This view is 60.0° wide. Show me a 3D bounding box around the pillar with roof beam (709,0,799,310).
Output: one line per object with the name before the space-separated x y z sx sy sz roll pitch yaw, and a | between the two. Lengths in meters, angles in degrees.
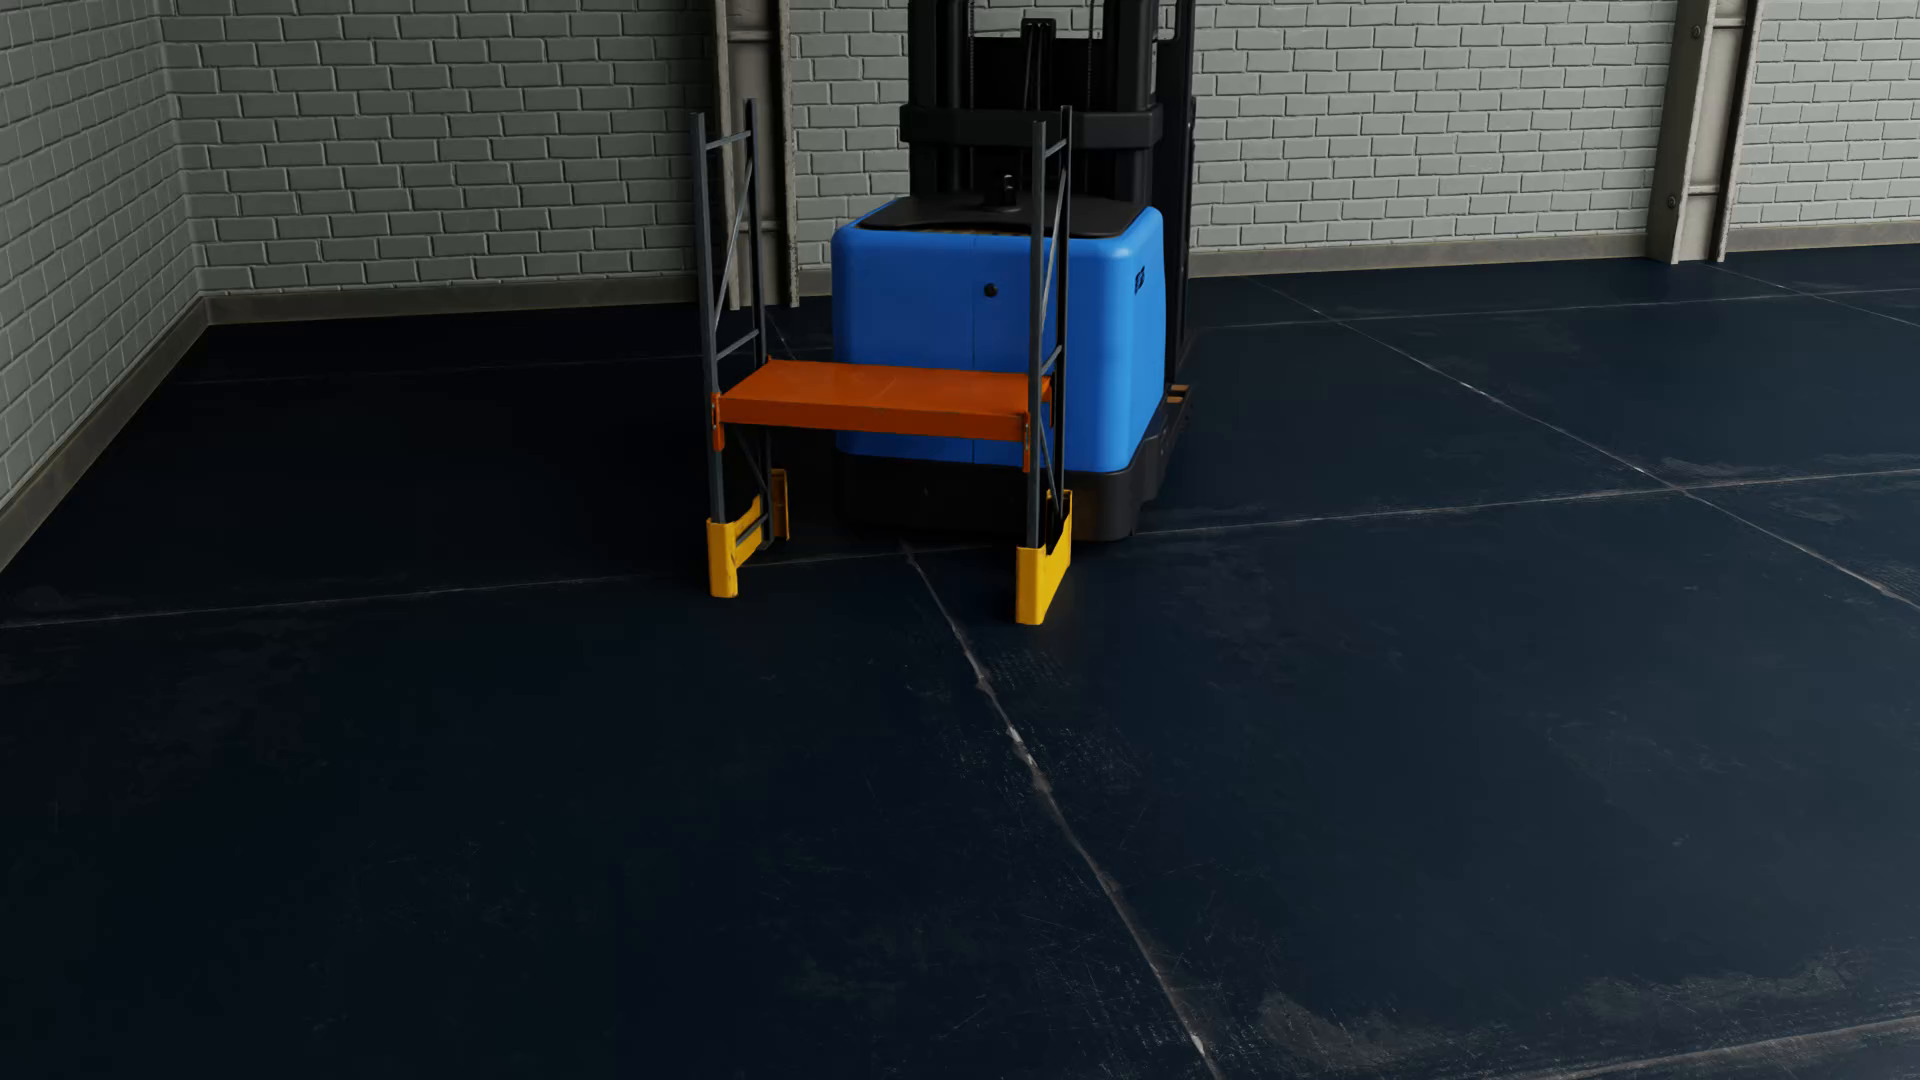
pillar with roof beam | -0.147 -4.141 4.037 0.400 9.000 9.100 -5 21 -12

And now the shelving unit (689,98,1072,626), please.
shelving unit | -0.214 -0.580 5.217 1.083 1.500 0.587 5 21 12

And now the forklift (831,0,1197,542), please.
forklift | 0.399 -1.843 6.585 1.130 2.935 3.031 5 21 13

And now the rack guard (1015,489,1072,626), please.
rack guard | 0.271 0.046 5.327 0.087 0.250 0.587 5 21 12

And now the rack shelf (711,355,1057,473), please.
rack shelf | -0.223 -0.412 5.281 1.000 0.185 0.538 5 21 12

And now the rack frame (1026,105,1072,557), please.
rack frame | 0.272 -0.541 5.112 0.032 1.500 0.500 5 21 12

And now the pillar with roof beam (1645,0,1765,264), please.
pillar with roof beam | 5.692 -4.616 5.334 0.400 9.000 9.100 -5 21 -12

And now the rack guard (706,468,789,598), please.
rack guard | -0.700 -0.031 5.537 0.087 0.250 0.587 5 21 12

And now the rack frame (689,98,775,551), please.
rack frame | -0.718 -0.620 5.326 0.032 1.500 0.500 5 21 12
